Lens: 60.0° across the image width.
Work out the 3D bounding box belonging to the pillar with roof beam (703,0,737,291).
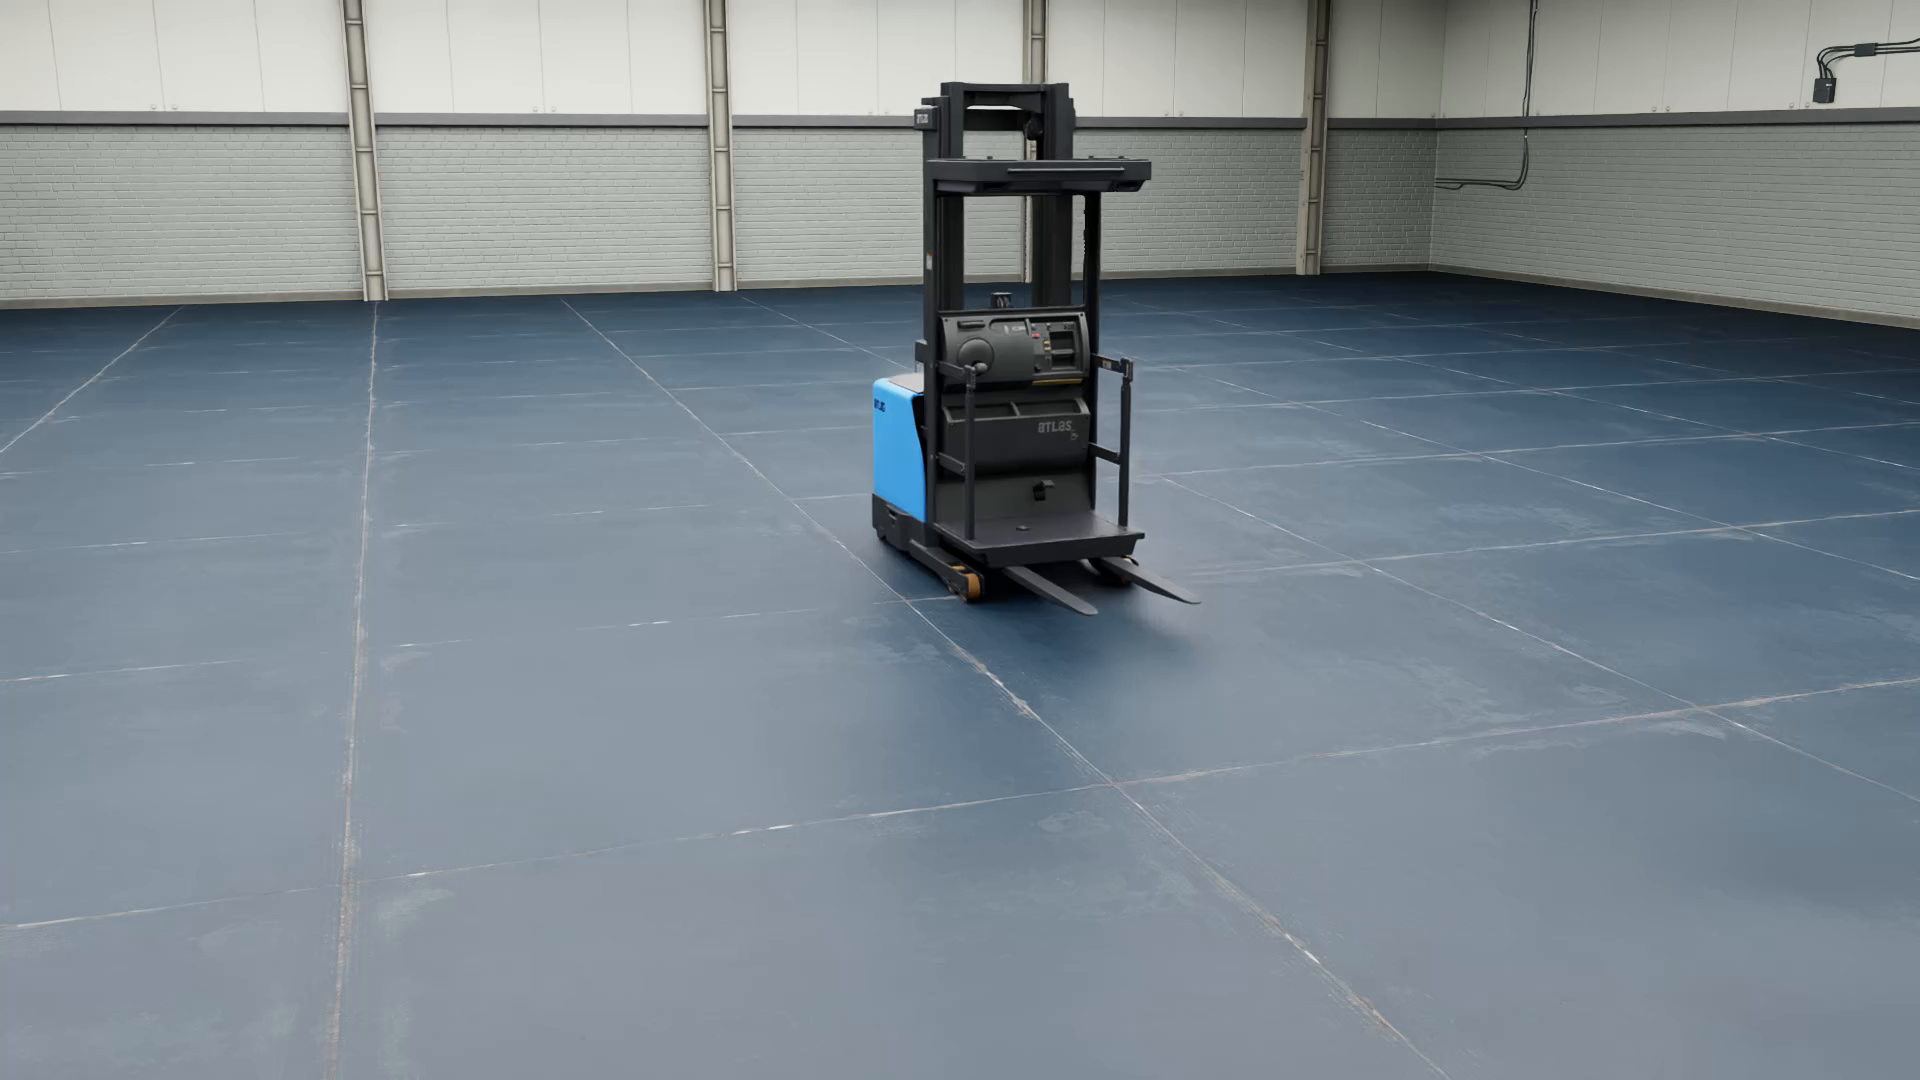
[{"bbox_3d":[-2.903,-7.977,25.231,0.400,9.000,9.100,-4,14,-18],"label":"pillar with roof beam"}]

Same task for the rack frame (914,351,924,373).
[{"bbox_3d":[-0.265,-0.686,11.435,0.006,1.200,0.240,-6,14,-22],"label":"rack frame"}]

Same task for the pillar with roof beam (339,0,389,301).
[{"bbox_3d":[-8.589,-7.534,23.370,0.400,9.000,9.100,-4,14,-18],"label":"pillar with roof beam"}]

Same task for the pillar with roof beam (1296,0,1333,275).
[{"bbox_3d":[8.471,-8.862,28.955,0.400,9.000,9.100,-4,14,-18],"label":"pillar with roof beam"}]

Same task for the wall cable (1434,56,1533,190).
[{"bbox_3d":[10.312,-8.223,32.978,0.112,2.526,3.097,-4,14,-18],"label":"wall cable"}]

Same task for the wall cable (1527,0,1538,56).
[{"bbox_3d":[11.174,-10.087,29.900,0.112,2.526,3.097,-4,14,-18],"label":"wall cable"}]

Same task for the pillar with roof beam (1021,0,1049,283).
[{"bbox_3d":[2.784,-8.420,27.093,0.400,9.000,9.100,-4,14,-18],"label":"pillar with roof beam"}]

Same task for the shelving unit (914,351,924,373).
[{"bbox_3d":[-0.181,-0.695,11.470,0.189,1.200,0.258,-6,14,-22],"label":"shelving unit"}]

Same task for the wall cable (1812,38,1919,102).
[{"bbox_3d":[13.324,-9.305,23.467,0.169,6.003,2.305,-4,14,-18],"label":"wall cable"}]

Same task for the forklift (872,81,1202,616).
[{"bbox_3d":[0.418,-1.179,9.764,1.130,2.935,3.031,-5,14,-21],"label":"forklift"}]
